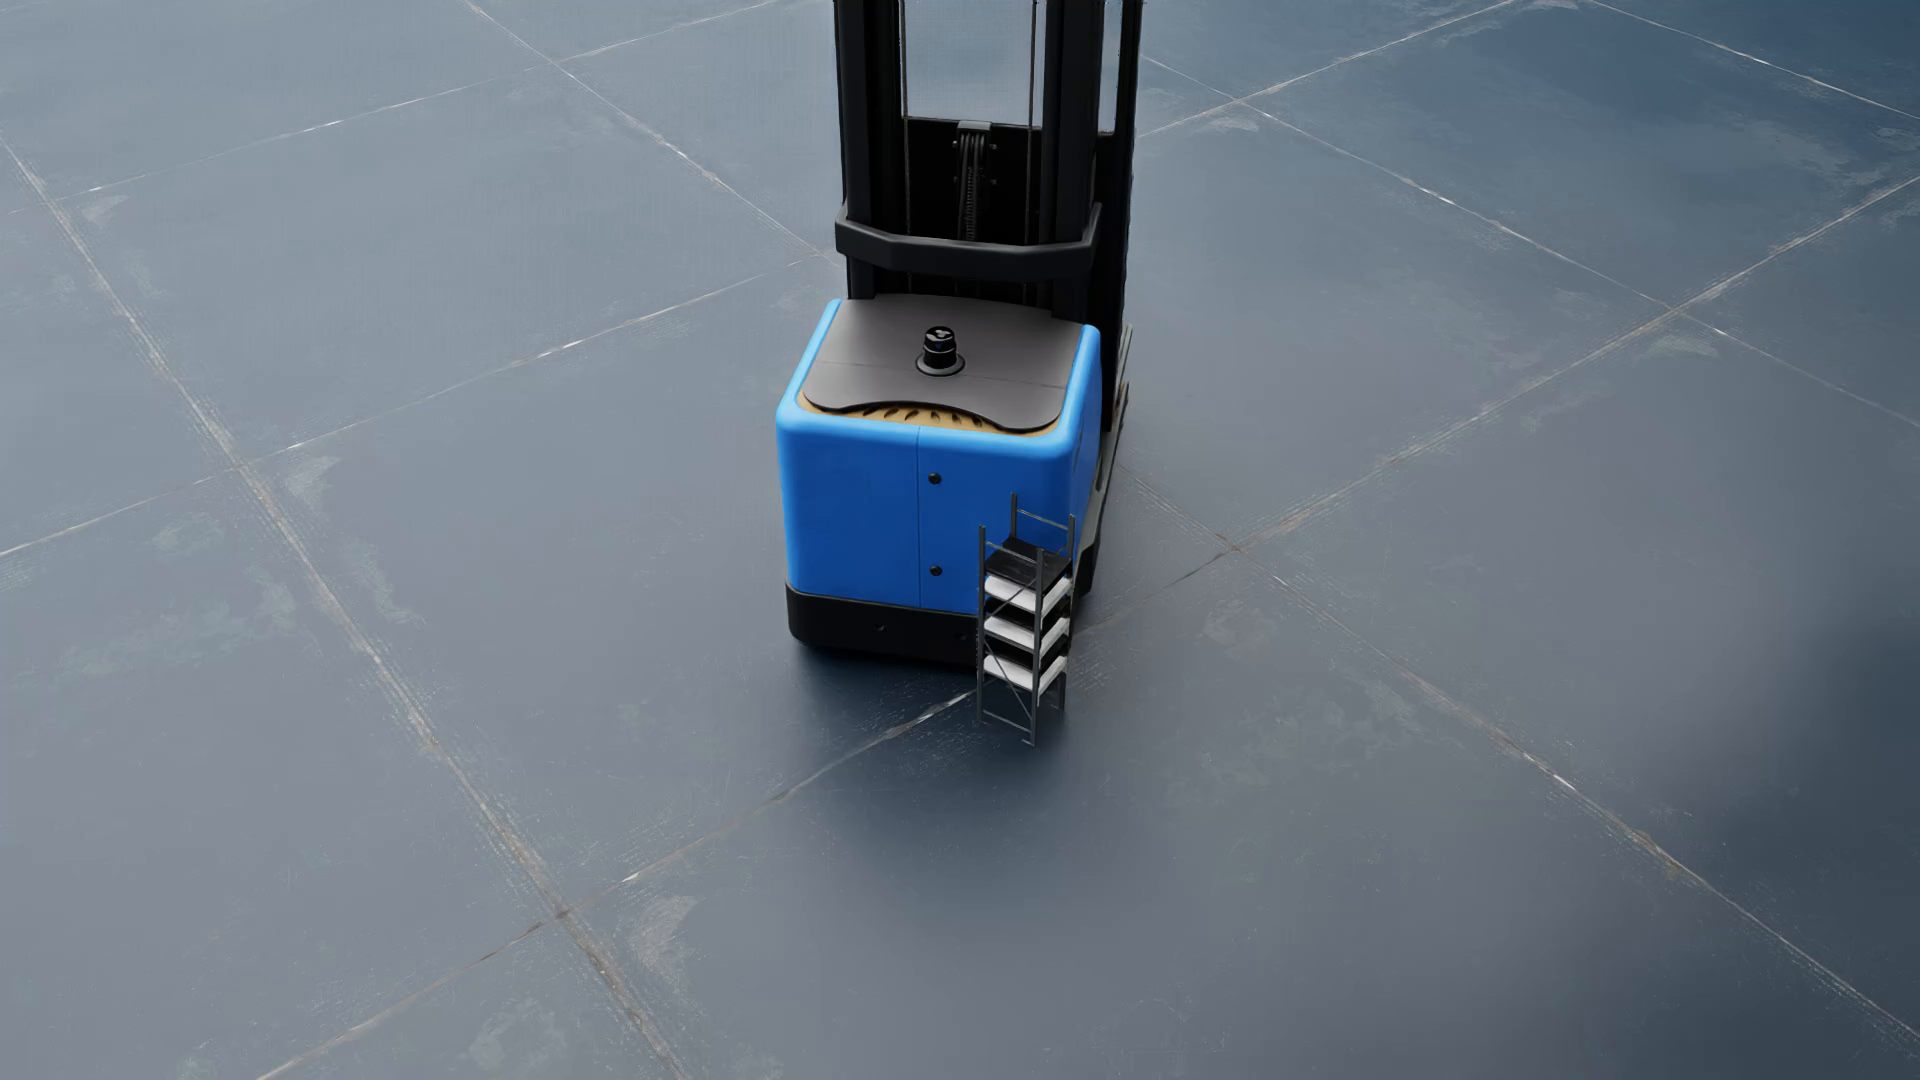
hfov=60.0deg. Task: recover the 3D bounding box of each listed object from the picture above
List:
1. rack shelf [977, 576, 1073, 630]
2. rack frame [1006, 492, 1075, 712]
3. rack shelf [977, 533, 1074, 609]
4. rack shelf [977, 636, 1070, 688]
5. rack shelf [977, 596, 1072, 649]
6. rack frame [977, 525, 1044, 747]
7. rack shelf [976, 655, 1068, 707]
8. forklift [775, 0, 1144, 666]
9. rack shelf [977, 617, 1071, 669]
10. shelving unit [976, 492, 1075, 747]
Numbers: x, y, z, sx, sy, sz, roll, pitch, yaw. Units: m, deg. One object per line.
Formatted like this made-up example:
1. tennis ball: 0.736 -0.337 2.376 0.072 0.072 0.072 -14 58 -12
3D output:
1. rack shelf: 0.219 0.172 5.599 0.258 0.077 0.200 22 44 24
2. rack frame: 0.273 0.231 5.759 0.240 0.900 0.006 22 44 24
3. rack shelf: 0.219 0.103 5.542 0.258 0.077 0.200 22 44 24
4. rack shelf: 0.219 0.381 5.771 0.258 0.077 0.200 22 44 24
5. rack shelf: 0.219 0.242 5.656 0.258 0.077 0.200 22 44 24
6. rack frame: 0.165 0.340 5.626 0.240 0.900 0.006 22 44 24
7. rack shelf: 0.219 0.450 5.828 0.258 0.077 0.200 22 44 24
8. forklift: 0.142 -1.584 6.371 1.130 2.935 3.031 7 40 8
9. rack shelf: 0.219 0.311 5.714 0.258 0.077 0.200 22 44 24
10. shelving unit: 0.219 0.286 5.692 0.258 0.900 0.210 22 44 24
